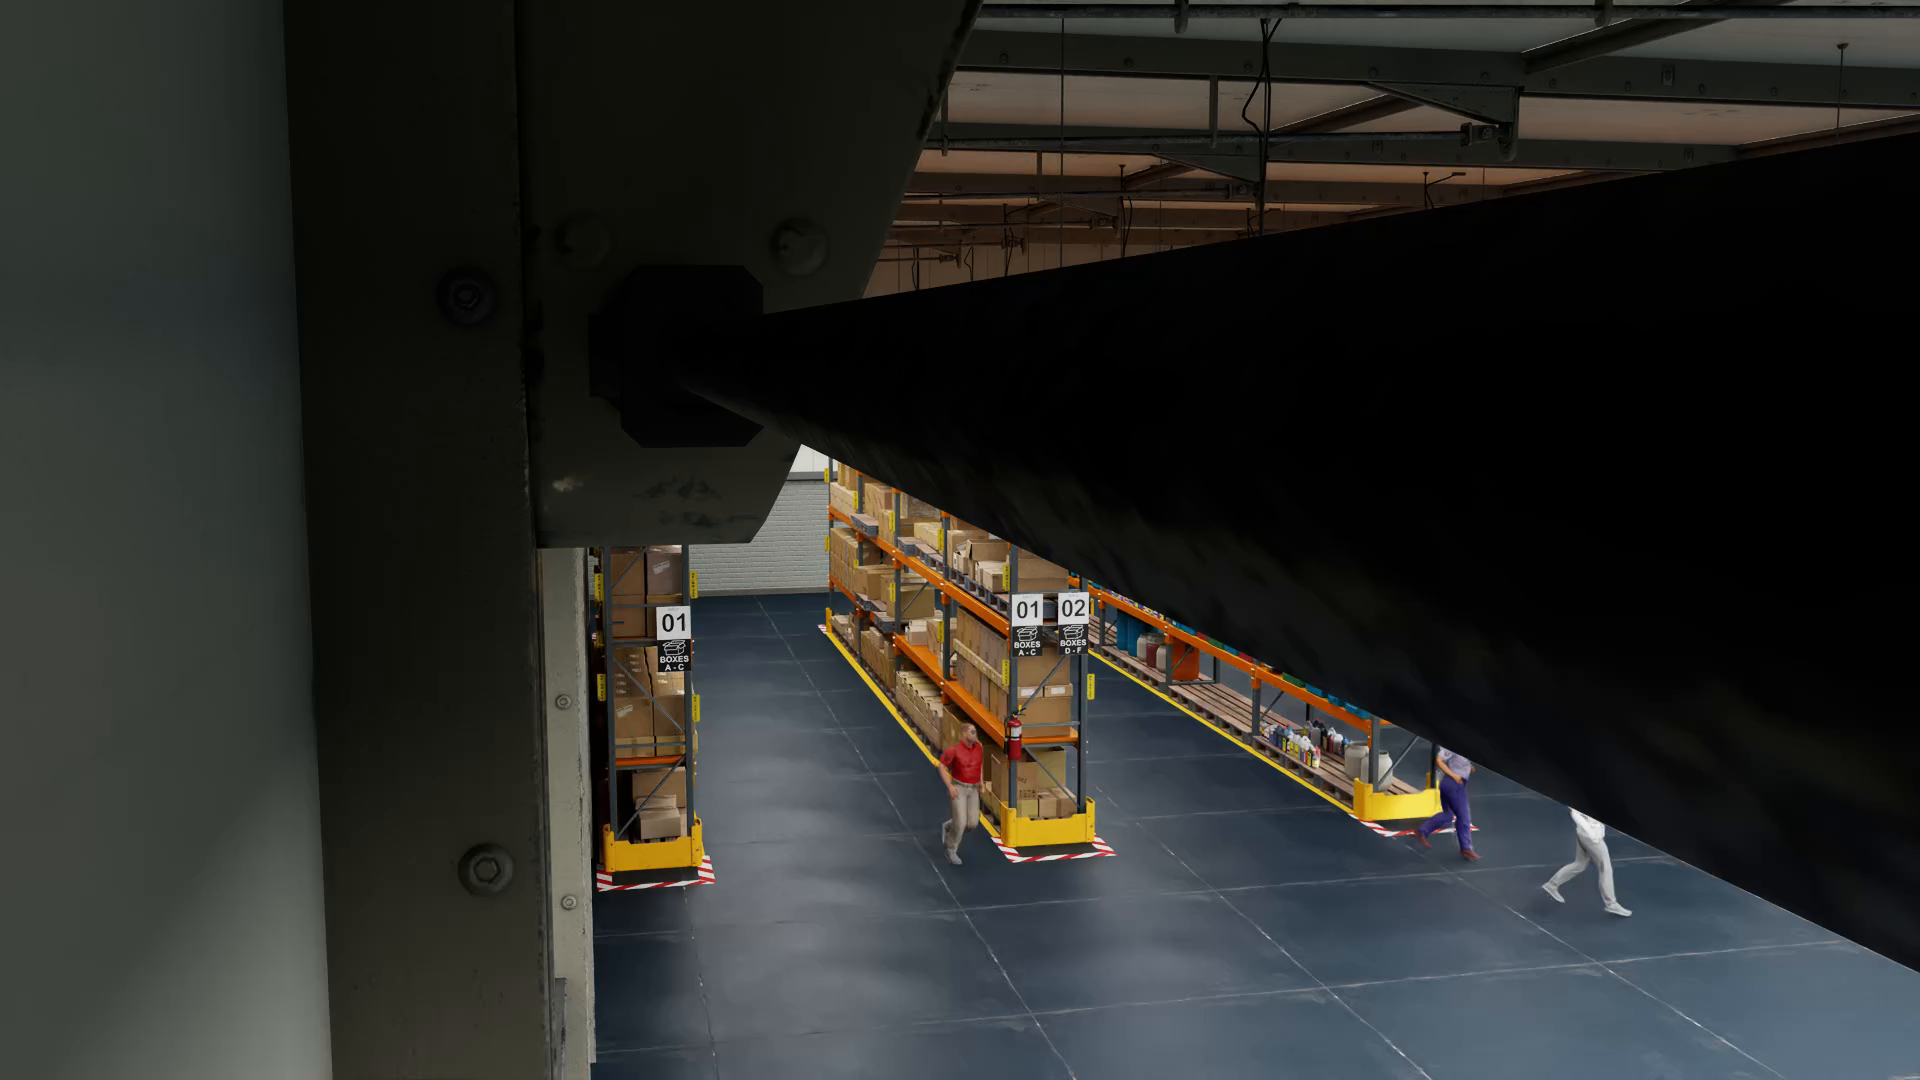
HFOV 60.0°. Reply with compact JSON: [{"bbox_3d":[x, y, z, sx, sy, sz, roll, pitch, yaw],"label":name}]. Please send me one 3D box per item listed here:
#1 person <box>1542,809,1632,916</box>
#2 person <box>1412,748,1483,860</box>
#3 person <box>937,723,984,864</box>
[{"bbox_3d":[6.971,3.288,18.411,0.938,1.684,0.608,1,7,12],"label":"person"},{"bbox_3d":[6.107,3.099,20.709,0.864,1.642,0.616,2,7,20],"label":"person"},{"bbox_3d":[0.016,3.090,20.541,0.703,1.675,0.581,-5,9,-39],"label":"person"}]
